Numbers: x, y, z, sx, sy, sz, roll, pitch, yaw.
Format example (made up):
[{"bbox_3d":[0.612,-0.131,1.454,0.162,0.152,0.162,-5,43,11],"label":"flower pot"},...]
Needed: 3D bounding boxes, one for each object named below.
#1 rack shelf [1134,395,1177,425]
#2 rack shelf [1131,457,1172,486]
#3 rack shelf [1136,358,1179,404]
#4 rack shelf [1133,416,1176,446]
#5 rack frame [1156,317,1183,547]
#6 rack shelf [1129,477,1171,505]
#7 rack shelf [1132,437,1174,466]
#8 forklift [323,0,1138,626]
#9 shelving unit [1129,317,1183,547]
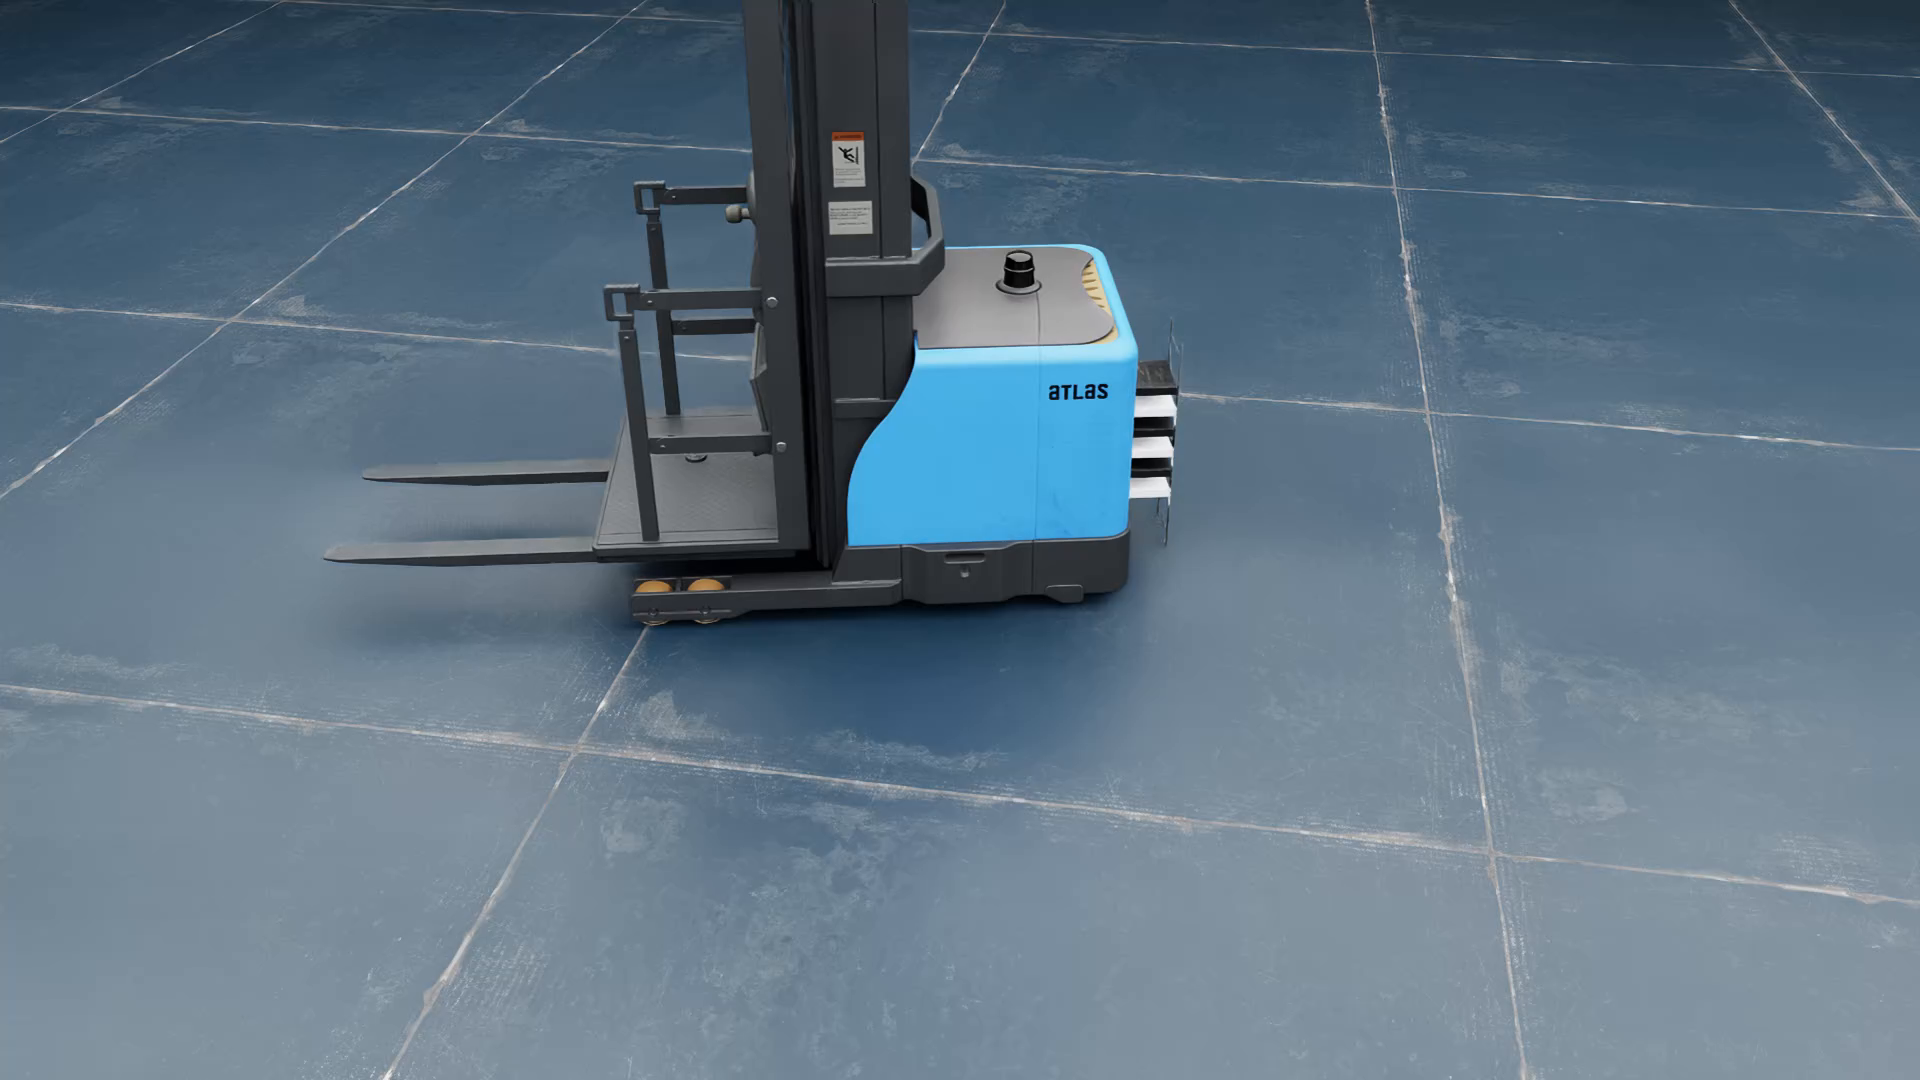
[{"bbox_3d":[0.724,-0.537,6.484,0.200,0.077,0.258,-2,32,-3],"label":"rack shelf"},{"bbox_3d":[0.724,-0.308,6.627,0.200,0.077,0.258,-2,32,-3],"label":"rack shelf"},{"bbox_3d":[0.724,-0.614,6.436,0.200,0.077,0.258,-2,32,-3],"label":"rack shelf"},{"bbox_3d":[0.724,-0.461,6.531,0.200,0.077,0.258,-2,32,-3],"label":"rack shelf"},{"bbox_3d":[0.825,-0.416,6.567,0.006,0.900,0.240,-2,32,-3],"label":"rack frame"},{"bbox_3d":[0.724,-0.232,6.675,0.200,0.077,0.258,-2,32,-3],"label":"rack shelf"},{"bbox_3d":[0.724,-0.385,6.579,0.200,0.077,0.258,-2,32,-3],"label":"rack shelf"},{"bbox_3d":[-0.895,-1.212,5.924,3.031,2.935,1.130,-2,32,-3],"label":"forklift"},{"bbox_3d":[0.724,-0.413,6.561,0.210,0.900,0.258,-2,32,-3],"label":"shelving unit"}]
